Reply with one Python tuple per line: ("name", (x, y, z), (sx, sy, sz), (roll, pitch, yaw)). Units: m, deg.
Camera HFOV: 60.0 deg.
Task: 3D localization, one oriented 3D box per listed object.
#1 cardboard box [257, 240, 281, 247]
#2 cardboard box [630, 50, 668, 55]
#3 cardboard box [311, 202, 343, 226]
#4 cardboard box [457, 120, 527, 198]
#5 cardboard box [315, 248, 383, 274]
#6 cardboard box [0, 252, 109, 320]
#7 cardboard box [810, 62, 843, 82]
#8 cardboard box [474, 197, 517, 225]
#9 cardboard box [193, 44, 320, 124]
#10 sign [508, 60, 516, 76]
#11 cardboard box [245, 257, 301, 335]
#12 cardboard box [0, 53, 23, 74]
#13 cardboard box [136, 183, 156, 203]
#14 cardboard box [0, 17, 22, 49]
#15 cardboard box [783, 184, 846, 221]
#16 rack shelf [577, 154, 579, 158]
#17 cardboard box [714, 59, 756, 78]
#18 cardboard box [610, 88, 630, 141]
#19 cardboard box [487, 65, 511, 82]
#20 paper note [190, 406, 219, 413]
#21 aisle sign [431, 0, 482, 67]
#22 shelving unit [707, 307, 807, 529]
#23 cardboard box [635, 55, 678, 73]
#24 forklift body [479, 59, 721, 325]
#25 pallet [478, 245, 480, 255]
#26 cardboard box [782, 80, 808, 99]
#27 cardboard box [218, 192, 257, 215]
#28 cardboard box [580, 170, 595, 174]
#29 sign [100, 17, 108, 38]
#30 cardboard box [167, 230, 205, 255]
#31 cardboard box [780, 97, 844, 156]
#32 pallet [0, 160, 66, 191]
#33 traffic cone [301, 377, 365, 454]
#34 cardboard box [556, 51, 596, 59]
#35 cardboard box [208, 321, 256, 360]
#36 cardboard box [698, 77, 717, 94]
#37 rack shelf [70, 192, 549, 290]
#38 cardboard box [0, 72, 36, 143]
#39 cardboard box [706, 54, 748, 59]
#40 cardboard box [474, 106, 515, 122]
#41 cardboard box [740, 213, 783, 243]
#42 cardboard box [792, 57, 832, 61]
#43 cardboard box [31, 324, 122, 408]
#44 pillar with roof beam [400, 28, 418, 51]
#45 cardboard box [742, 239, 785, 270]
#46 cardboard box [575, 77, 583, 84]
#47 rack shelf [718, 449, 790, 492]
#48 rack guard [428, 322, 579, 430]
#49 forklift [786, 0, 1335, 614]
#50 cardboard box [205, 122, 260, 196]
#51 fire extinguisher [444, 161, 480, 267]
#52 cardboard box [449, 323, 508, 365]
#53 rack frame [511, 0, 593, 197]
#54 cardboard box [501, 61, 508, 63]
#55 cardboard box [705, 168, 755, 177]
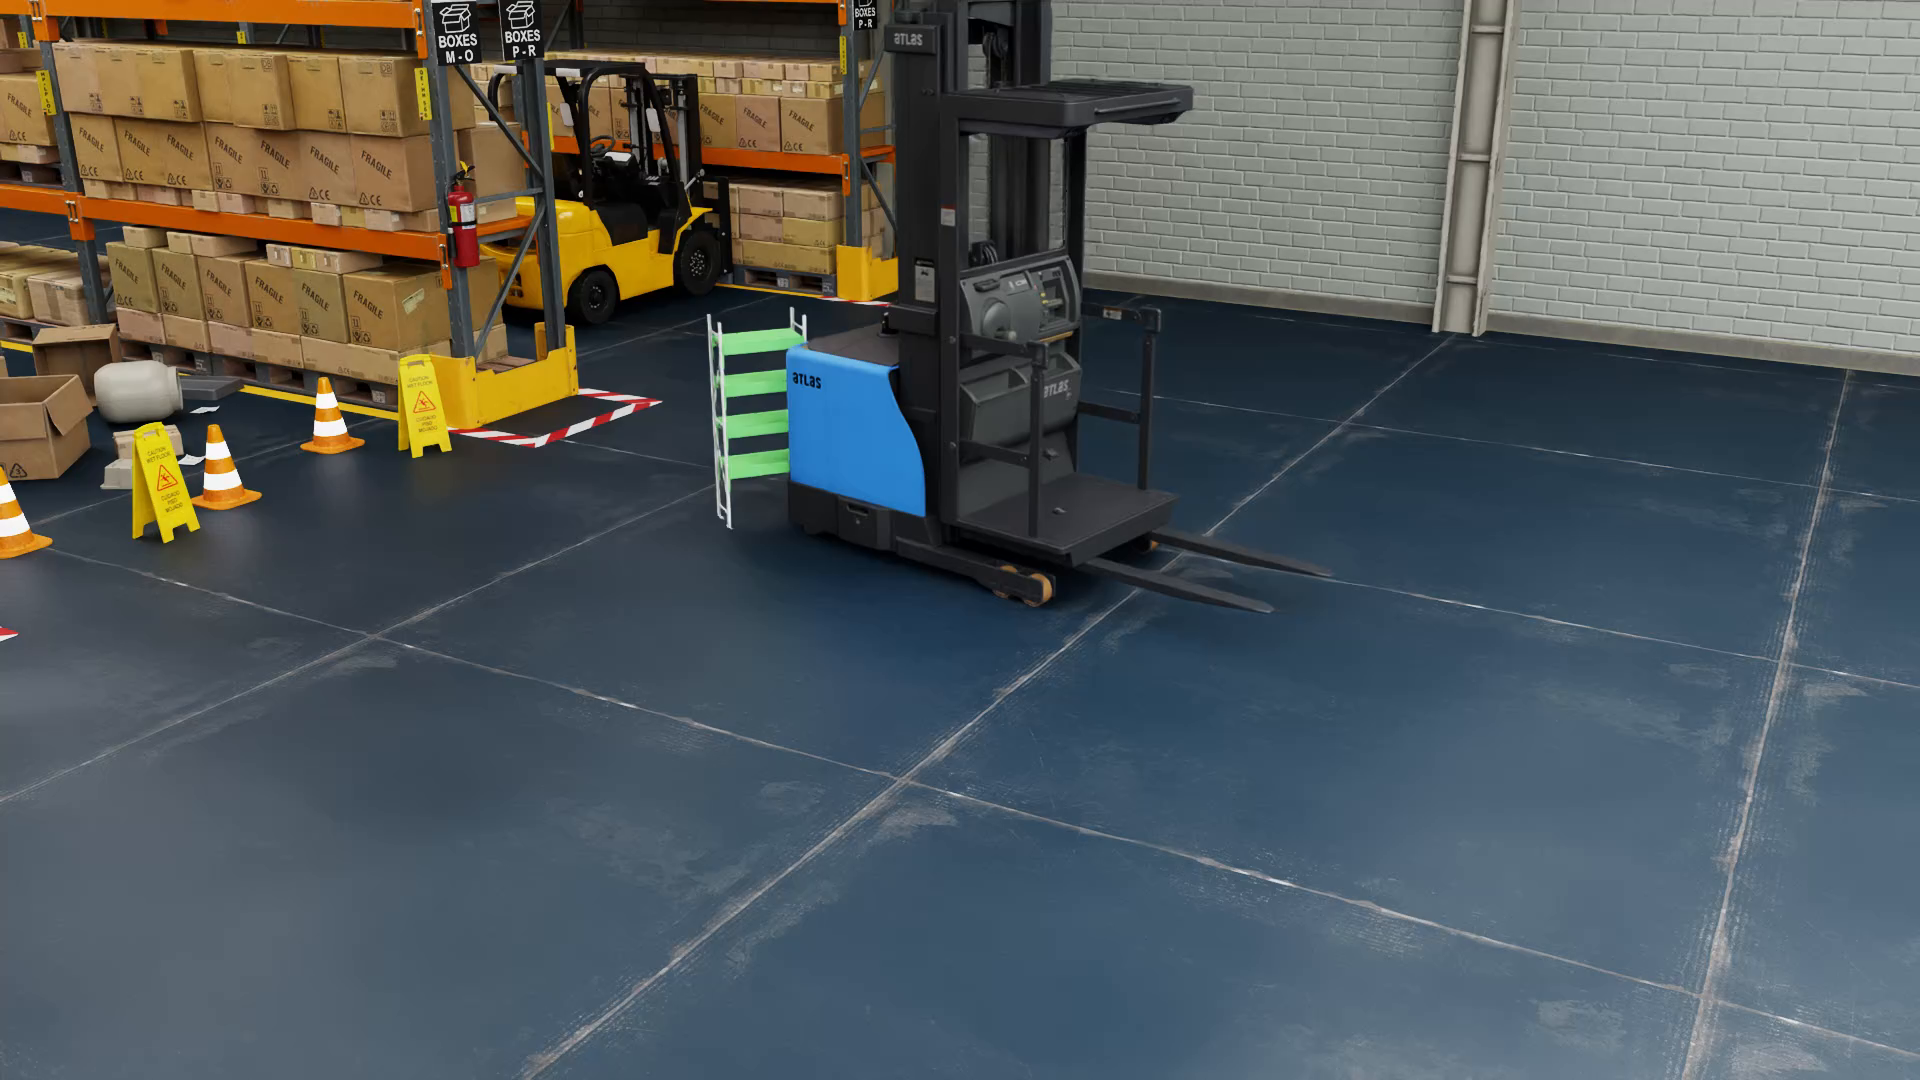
("cardboard box", (-5.136, -2.088, 13.039), (0.500, 0.500, 0.500), (12, 23, 30))
("cardboard box", (-3.145, -4.908, 16.961), (0.250, 0.149, 0.380), (10, 22, 26))
("cardboard box", (-4.341, -2.325, 11.744), (0.250, 0.149, 0.380), (11, 23, 28))
("cardboard box", (-3.460, -2.701, 11.829), (0.500, 0.500, 0.500), (10, 22, 26))
("cardboard box", (-4.362, -2.012, 11.877), (0.250, 0.149, 0.380), (12, 23, 29))
("cardboard box", (-7.762, -2.185, 14.227), (0.625, 0.372, 0.950), (12, 23, 31))
("cardboard box", (-1.180, -4.319, 15.340), (0.250, 0.149, 0.380), (11, 23, 27))
("cardboard box", (-3.378, -2.353, 11.820), (0.250, 0.149, 0.380), (11, 23, 28))
("cardboard box", (-5.036, -3.294, 11.999), (0.500, 0.500, 0.700), (11, 22, 27))
("sign", (-4.513, -4.840, 16.727), (0.005, 0.325, 0.100), (11, 23, 27))
("cardboard box", (-4.903, -1.837, 12.348), (0.500, 0.500, 0.500), (10, 22, 26))
("cardboard box", (-7.795, -3.827, 13.367), (0.250, 0.149, 0.380), (10, 22, 26))
("cardboard box", (-6.063, -2.690, 12.751), (0.250, 0.149, 0.380), (11, 23, 27))
("cardboard box", (-12.411, -6.575, 21.777), (0.500, 0.500, 0.500), (10, 22, 26))
("cardboard box", (-1.319, -3.189, 15.709), (0.500, 0.250, 0.500), (12, 23, 29))
("rack shelf", (-6.003, -4.491, 18.401), (4.000, 0.370, 1.077), (11, 23, 27))
("cardboard box", (-2.115, -4.461, 15.729), (0.250, 0.149, 0.380), (11, 23, 29))
("cardboard box", (-3.091, -4.226, 16.470), (0.500, 0.500, 0.500), (11, 22, 27))
("cardboard box", (-4.663, -4.839, 17.208), (0.250, 0.149, 0.380), (12, 23, 29))
("paper note", (-5.403, -0.937, 11.903), (0.148, 0.019, 0.142), (3, 20, 9))
("aisle sign", (-3.269, -3.478, 10.742), (0.004, 0.787, 0.394), (11, 23, 27))
("shelving unit", (-1.143, -0.700, 9.534), (0.503, 1.200, 0.258), (-8, 22, -22))
("cardboard box", (-2.960, -4.656, 16.267), (0.250, 0.149, 0.380), (11, 23, 27))
("forklift body", (-3.310, -3.204, 15.044), (1.214, 2.155, 2.313), (11, 23, 27))
("pallet", (-4.919, -3.296, 18.142), (1.213, 0.211, 1.003), (11, 23, 27))
("cardboard box", (-1.441, -4.191, 15.421), (0.250, 0.149, 0.380), (11, 23, 28))
("cardboard box", (-5.210, -2.503, 12.234), (0.250, 0.149, 0.380), (11, 23, 27))
("cardboard box", (-3.546, -3.609, 16.866), (0.500, 0.250, 0.500), (11, 23, 27))
("sign", (-10.973, -6.537, 21.288), (0.005, 0.325, 0.100), (11, 23, 27))
("cardboard box", (-5.761, -2.278, 12.612), (0.250, 0.149, 0.380), (12, 23, 29))
("cardboard box", (-1.322, -3.882, 15.520), (0.500, 0.500, 0.500), (10, 22, 26))
("pallet", (-7.270, -3.098, 13.788), (1.213, 0.211, 1.003), (11, 23, 27))
("traffic cone", (-4.186, -0.848, 11.023), (0.334, 0.463, 0.336), (11, 23, 27))
("cardboard box", (-3.842, -4.835, 16.762), (0.250, 0.149, 0.380), (11, 23, 28))
("cardboard box", (-5.355, -1.571, 12.714), (0.500, 0.250, 0.500), (10, 22, 27))
("cardboard box", (-2.336, -4.363, 15.897), (0.250, 0.149, 0.380), (11, 23, 28))
("rack shelf", (-4.928, -2.347, 12.491), (4.000, 0.370, 1.077), (11, 23, 27))
("cardboard box", (-7.623, -3.493, 13.396), (0.500, 0.500, 0.500), (11, 23, 28))
("cardboard box", (-2.290, -4.708, 16.411), (0.250, 0.149, 0.380), (11, 23, 28))
("cardboard box", (-4.824, -4.432, 17.403), (0.500, 0.250, 0.500), (11, 23, 29))
("cardboard box", (-1.774, -3.045, 16.045), (0.500, 0.250, 0.500), (11, 22, 27))
("cardboard box", (-1.403, -4.535, 15.935), (0.250, 0.149, 0.380), (11, 23, 28))
("cardboard box", (-6.402, -1.261, 12.104), (0.500, 0.500, 0.500), (-7, 21, -20))
("pillar with roof beam", (-8.270, -6.751, 14.781), (0.400, 9.000, 9.100), (11, 23, 27))
("cardboard box", (-1.758, -2.805, 16.116), (0.500, 0.250, 0.500), (11, 23, 27))
("cardboard box", (-3.639, -4.639, 16.657), (0.250, 0.149, 0.380), (11, 23, 27))
("rack shelf", (-1.143, -0.414, 9.638), (0.480, 0.148, 0.258), (-8, 22, -22))
("rack guard", (-3.248, -1.190, 11.913), (0.348, 0.500, 1.175), (11, 23, 27))
("forklift", (0.483, -1.243, 8.495), (3.031, 2.935, 1.130), (16, 25, 36))
("cardboard box", (-5.093, -2.806, 12.120), (0.500, 0.500, 0.500), (11, 23, 28))
("fire extinguisher", (-3.307, -2.160, 11.034), (0.183, 0.674, 0.296), (11, 23, 27))
("cardboard box", (-3.751, -1.474, 12.446), (0.500, 0.250, 0.500), (11, 22, 27))
("rack frame", (-4.257, -4.496, 17.361), (0.127, 3.000, 1.000), (11, 23, 27))
("cardboard box", (-4.667, -5.031, 17.737), (0.250, 0.149, 0.380), (10, 22, 26))
("cardboard box", (-2.405, -3.598, 16.834), (0.500, 0.250, 0.500), (10, 22, 26))
